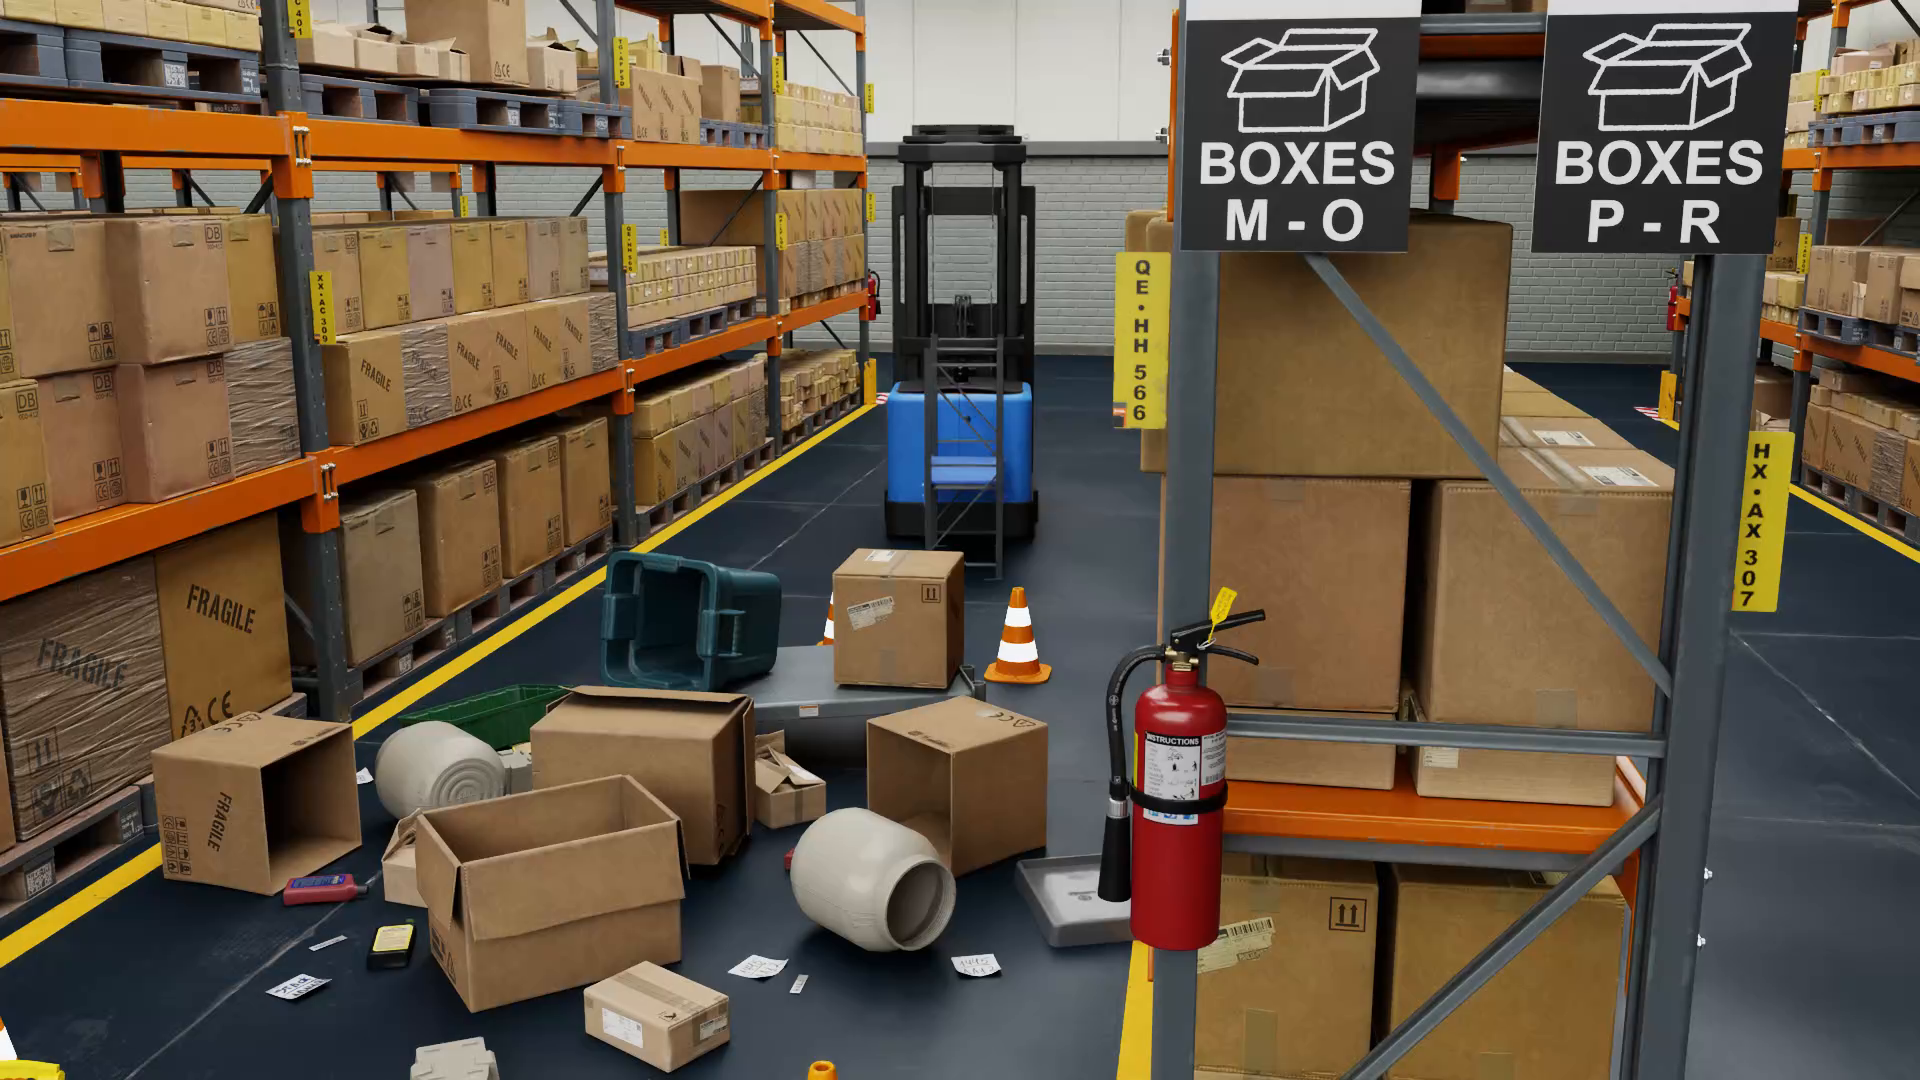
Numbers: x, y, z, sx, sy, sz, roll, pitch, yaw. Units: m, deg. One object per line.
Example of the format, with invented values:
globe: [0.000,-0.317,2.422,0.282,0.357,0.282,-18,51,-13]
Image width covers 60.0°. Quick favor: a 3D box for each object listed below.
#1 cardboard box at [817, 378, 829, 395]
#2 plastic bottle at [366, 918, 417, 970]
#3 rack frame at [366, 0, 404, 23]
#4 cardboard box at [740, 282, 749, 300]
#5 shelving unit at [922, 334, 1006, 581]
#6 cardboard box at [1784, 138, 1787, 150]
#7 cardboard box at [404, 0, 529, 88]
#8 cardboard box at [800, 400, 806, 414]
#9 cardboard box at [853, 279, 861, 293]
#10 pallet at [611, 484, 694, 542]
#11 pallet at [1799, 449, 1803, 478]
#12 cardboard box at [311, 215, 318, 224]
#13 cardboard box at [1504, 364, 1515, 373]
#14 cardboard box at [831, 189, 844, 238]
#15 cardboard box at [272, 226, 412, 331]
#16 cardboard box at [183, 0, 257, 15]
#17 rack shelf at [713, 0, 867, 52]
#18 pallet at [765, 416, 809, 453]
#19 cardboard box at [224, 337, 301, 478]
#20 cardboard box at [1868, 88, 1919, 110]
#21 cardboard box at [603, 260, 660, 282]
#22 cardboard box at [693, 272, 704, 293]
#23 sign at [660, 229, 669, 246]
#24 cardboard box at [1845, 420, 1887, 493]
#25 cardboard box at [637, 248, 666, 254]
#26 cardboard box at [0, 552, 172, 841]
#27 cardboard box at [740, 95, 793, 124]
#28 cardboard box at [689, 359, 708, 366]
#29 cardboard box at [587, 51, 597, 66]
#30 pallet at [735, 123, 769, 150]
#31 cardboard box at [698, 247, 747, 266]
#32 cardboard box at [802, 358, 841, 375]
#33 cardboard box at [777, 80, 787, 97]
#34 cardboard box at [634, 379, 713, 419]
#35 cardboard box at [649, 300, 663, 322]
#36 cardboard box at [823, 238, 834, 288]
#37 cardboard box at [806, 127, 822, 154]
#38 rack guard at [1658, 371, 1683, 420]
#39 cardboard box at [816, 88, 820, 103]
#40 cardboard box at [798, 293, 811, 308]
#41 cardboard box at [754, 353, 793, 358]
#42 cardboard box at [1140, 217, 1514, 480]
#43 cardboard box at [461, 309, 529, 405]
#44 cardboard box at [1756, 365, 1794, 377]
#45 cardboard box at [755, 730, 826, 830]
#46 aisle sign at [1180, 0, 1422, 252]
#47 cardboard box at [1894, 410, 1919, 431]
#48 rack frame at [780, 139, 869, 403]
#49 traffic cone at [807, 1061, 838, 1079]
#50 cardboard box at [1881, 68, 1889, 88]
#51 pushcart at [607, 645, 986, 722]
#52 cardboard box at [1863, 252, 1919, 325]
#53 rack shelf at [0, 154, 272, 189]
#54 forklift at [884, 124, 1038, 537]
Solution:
cardboard box: [-1.581,-1.606,17.391,0.380,0.149,0.250,2,12,9]
plastic bottle: [-1.903,1.350,5.585,0.133,0.061,0.283,-2,12,-11]
rack frame: [-6.449,-6.210,19.450,1.000,3.000,0.127,2,12,9]
cardboard box: [-2.084,-2.202,14.693,0.380,0.149,0.250,2,12,9]
shelving unit: [0.037,-0.580,11.124,0.538,1.500,1.048,0,12,1]
cardboard box: [7.529,-3.549,14.818,0.380,0.149,0.250,2,12,8]
cardboard box: [-2.785,-2.829,9.409,0.500,0.500,0.500,2,12,9]
cardboard box: [-1.781,-1.361,16.957,0.380,0.149,0.250,1,12,6]
cardboard box: [-1.335,-2.896,18.908,0.380,0.149,0.250,2,12,9]
pallet: [-2.673,-0.230,12.560,1.003,0.211,1.213,2,12,9]
pallet: [7.739,-0.743,14.943,1.003,0.211,1.213,2,12,9]
cardboard box: [-6.738,-2.975,16.548,0.500,0.500,0.500,2,12,9]
cardboard box: [1.527,-0.337,5.492,0.500,0.500,0.500,2,12,10]
cardboard box: [-1.538,-3.462,17.619,0.500,0.500,0.500,3,12,12]
cardboard box: [-3.262,-1.346,8.509,0.700,0.500,0.500,2,12,8]
cardboard box: [-3.232,-2.280,6.747,0.500,0.250,0.500,2,12,8]
rack shelf: [-1.872,-5.259,16.751,1.077,0.370,4.000,2,12,9]
pallet: [-2.111,-1.041,16.323,1.003,0.211,1.213,2,12,9]
cardboard box: [-3.454,-0.594,7.274,0.875,0.550,0.550,2,12,9]
cardboard box: [7.039,-3.299,12.425,0.380,0.149,0.250,2,12,8]
cardboard box: [-2.451,-2.001,12.344,0.380,0.149,0.250,2,12,8]
cardboard box: [-2.287,-2.077,13.404,0.380,0.149,0.250,2,12,11]
sign: [-2.717,-2.702,15.358,0.100,0.325,0.005,2,12,9]
cardboard box: [7.183,-0.639,12.774,0.500,0.500,0.500,2,12,7]
cardboard box: [-2.773,-2.458,14.466,0.380,0.149,0.250,2,12,9]
cardboard box: [-3.710,0.552,6.359,0.875,0.875,0.875,2,12,9]
cardboard box: [-1.868,-3.993,15.451,0.500,0.250,0.500,2,12,11]
cardboard box: [-2.554,-1.468,14.841,0.500,0.250,0.500,1,12,6]
cardboard box: [-2.811,-3.681,12.779,0.396,0.266,0.258,2,12,9]
pallet: [-2.379,-3.513,14.498,1.213,0.211,1.003,2,12,9]
cardboard box: [-2.089,-2.491,14.618,0.380,0.149,0.250,2,12,7]
cardboard box: [-1.493,-1.862,17.871,0.380,0.149,0.250,2,12,11]
cardboard box: [-1.820,-4.204,15.483,0.380,0.149,0.250,1,12,6]
cardboard box: [-2.282,-1.124,13.247,0.500,0.250,0.500,2,12,9]
cardboard box: [-2.444,-1.712,12.415,0.380,0.149,0.250,3,12,11]
cardboard box: [-1.619,-2.872,17.256,0.500,0.500,0.500,3,12,11]
cardboard box: [-1.680,-3.956,16.467,0.500,0.250,0.500,2,12,11]
rack guard: [8.236,-1.559,18.039,1.175,0.500,0.348,2,12,9]
cardboard box: [-1.618,-4.475,16.742,0.380,0.149,0.250,2,12,7]
cardboard box: [-1.706,-2.409,16.647,0.380,0.149,0.250,2,12,10]
cardboard box: [-2.069,-1.991,18.469,0.380,0.149,0.250,2,12,8]
cardboard box: [0.745,-0.422,3.516,0.700,0.500,0.500,2,12,7]
cardboard box: [-2.828,-1.062,9.565,0.500,0.500,0.500,2,12,10]
cardboard box: [7.890,-1.479,16.672,0.700,0.500,0.500,2,12,11]
cardboard box: [-0.749,0.978,6.825,0.258,0.266,0.396,-7,14,-30]
aisle sign: [0.586,-0.893,2.847,0.394,0.787,0.004,2,12,9]
cardboard box: [7.163,-0.867,12.294,0.380,0.149,0.250,2,12,9]
rack frame: [-1.564,-3.096,19.239,1.000,3.000,0.127,2,12,9]
traffic cone: [-0.327,1.483,4.014,0.336,0.463,0.334,2,12,9]
cardboard box: [7.107,-3.440,12.372,0.380,0.149,0.250,2,12,9]
pushcart: [-0.763,0.760,7.572,1.648,0.377,0.936,-2,12,-11]
cardboard box: [7.137,-1.853,12.239,0.700,0.500,0.500,2,12,8]
rack shelf: [-7.372,-3.143,14.046,1.077,0.370,4.000,2,12,9]
forklift: [0.034,-1.709,12.968,1.130,2.935,3.031,0,12,1]
